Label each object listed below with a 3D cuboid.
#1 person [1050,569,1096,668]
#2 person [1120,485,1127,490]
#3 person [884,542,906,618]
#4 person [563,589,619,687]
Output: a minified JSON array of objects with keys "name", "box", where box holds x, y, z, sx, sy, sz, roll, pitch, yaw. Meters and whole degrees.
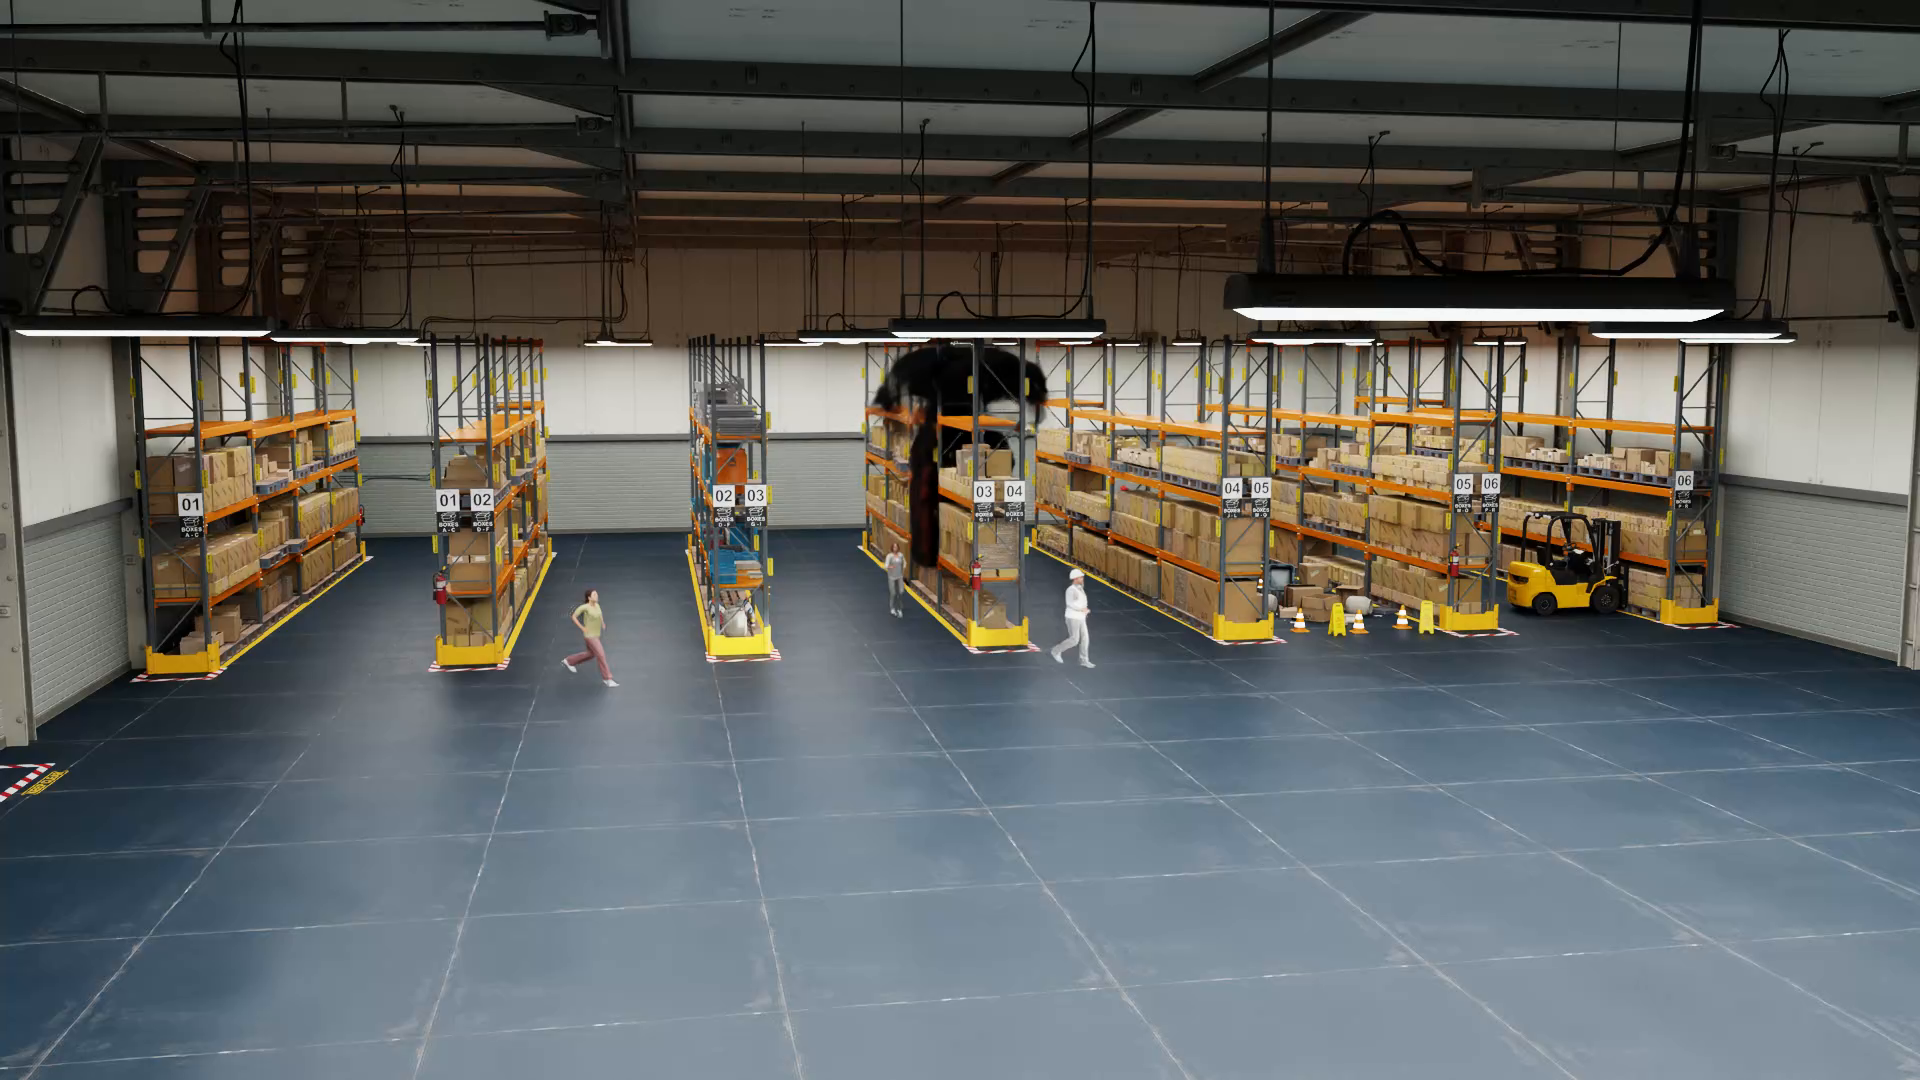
[{"name":"person","box":[2.063,1.411,30.059,0.820,1.784,0.684,3,7,23]},{"name":"person","box":[4.753,-0.685,48.346,0.626,1.801,1.150,-3,7,-25]},{"name":"person","box":[-1.366,0.858,35.596,0.514,1.631,0.653,-1,7,-12]},{"name":"person","box":[-6.330,1.660,28.478,1.104,1.682,0.548,2,7,17]}]
